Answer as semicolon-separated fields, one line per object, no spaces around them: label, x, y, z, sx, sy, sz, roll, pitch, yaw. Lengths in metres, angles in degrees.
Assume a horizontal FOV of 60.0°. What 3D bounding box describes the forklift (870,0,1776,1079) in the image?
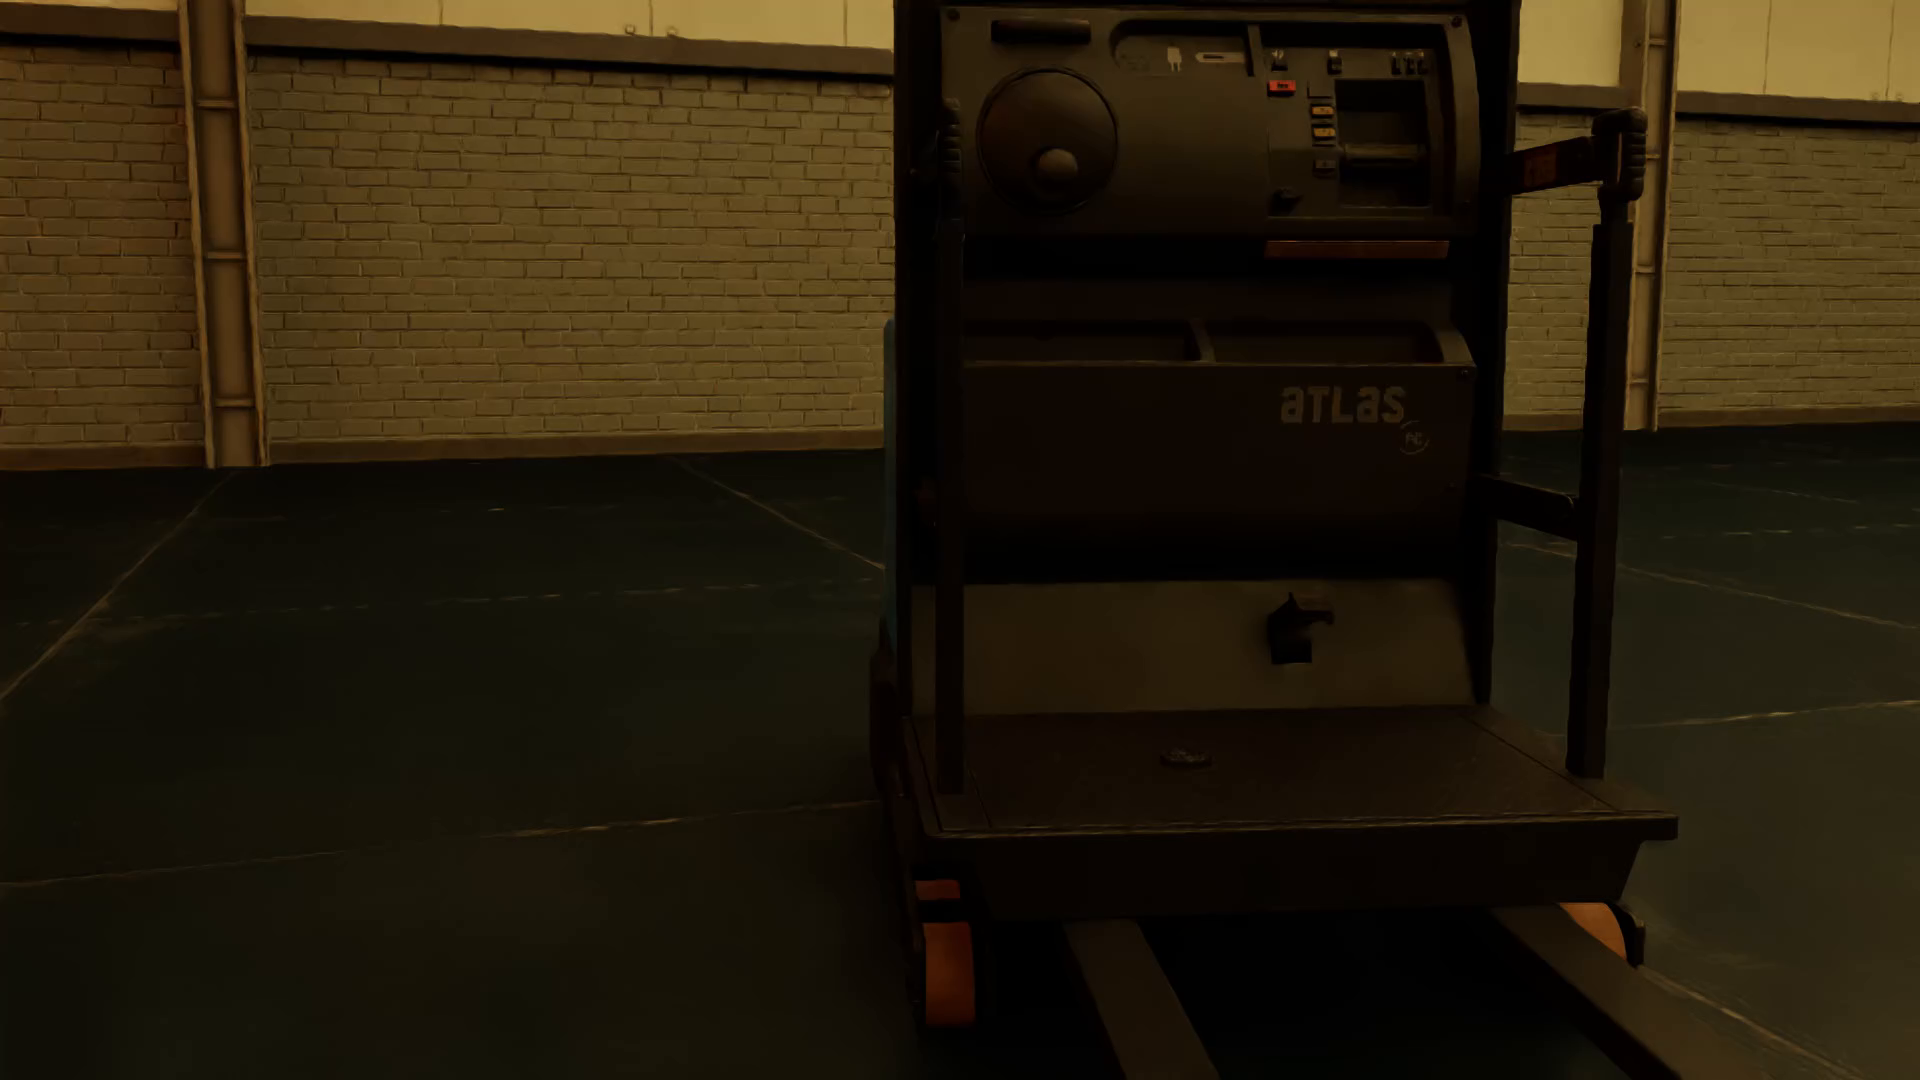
forklift;0.451;-0.762;2.646;1.130;2.935;3.031;-1;8;-5
